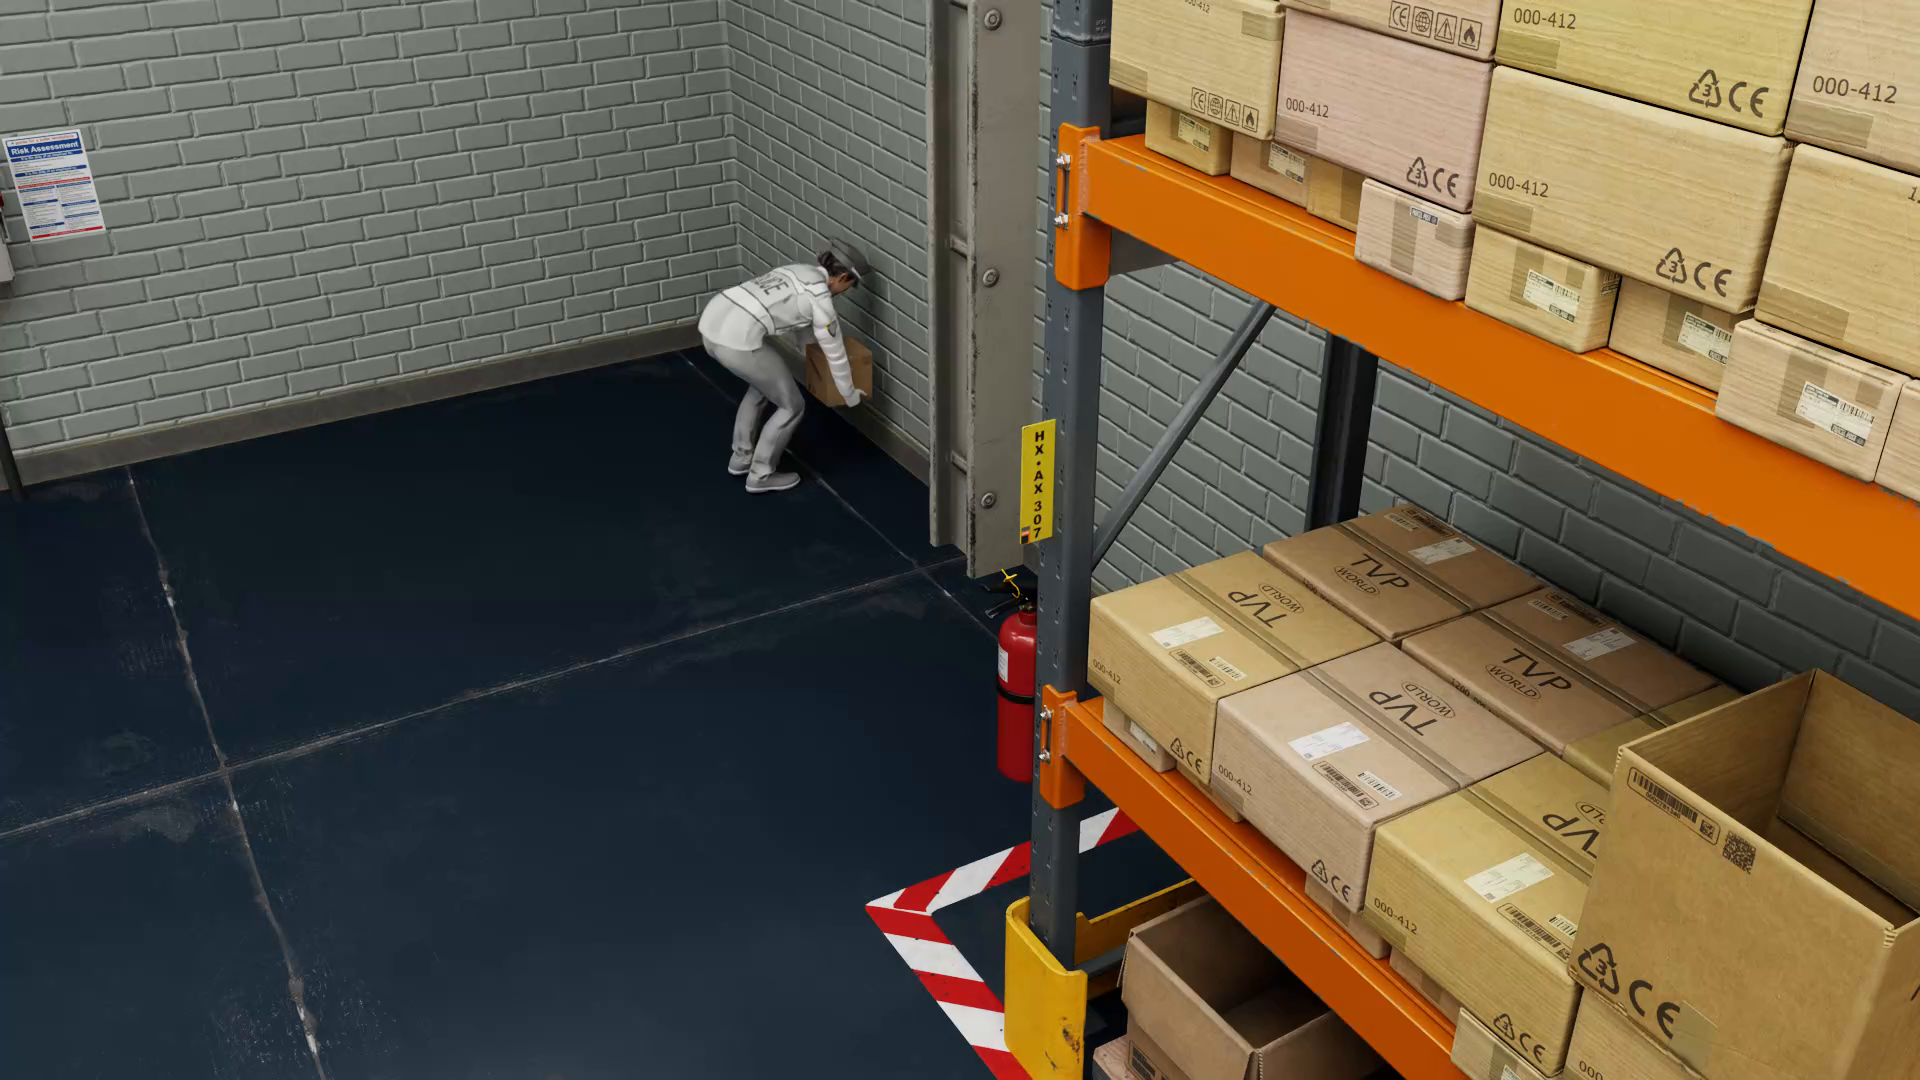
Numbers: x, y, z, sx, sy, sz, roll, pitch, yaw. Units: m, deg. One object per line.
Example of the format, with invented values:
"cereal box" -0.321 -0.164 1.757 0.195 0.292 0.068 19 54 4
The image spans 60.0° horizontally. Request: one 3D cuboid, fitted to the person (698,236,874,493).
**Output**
"person" -0.821 -0.868 8.194 0.912 1.168 0.436 -17 33 -28
